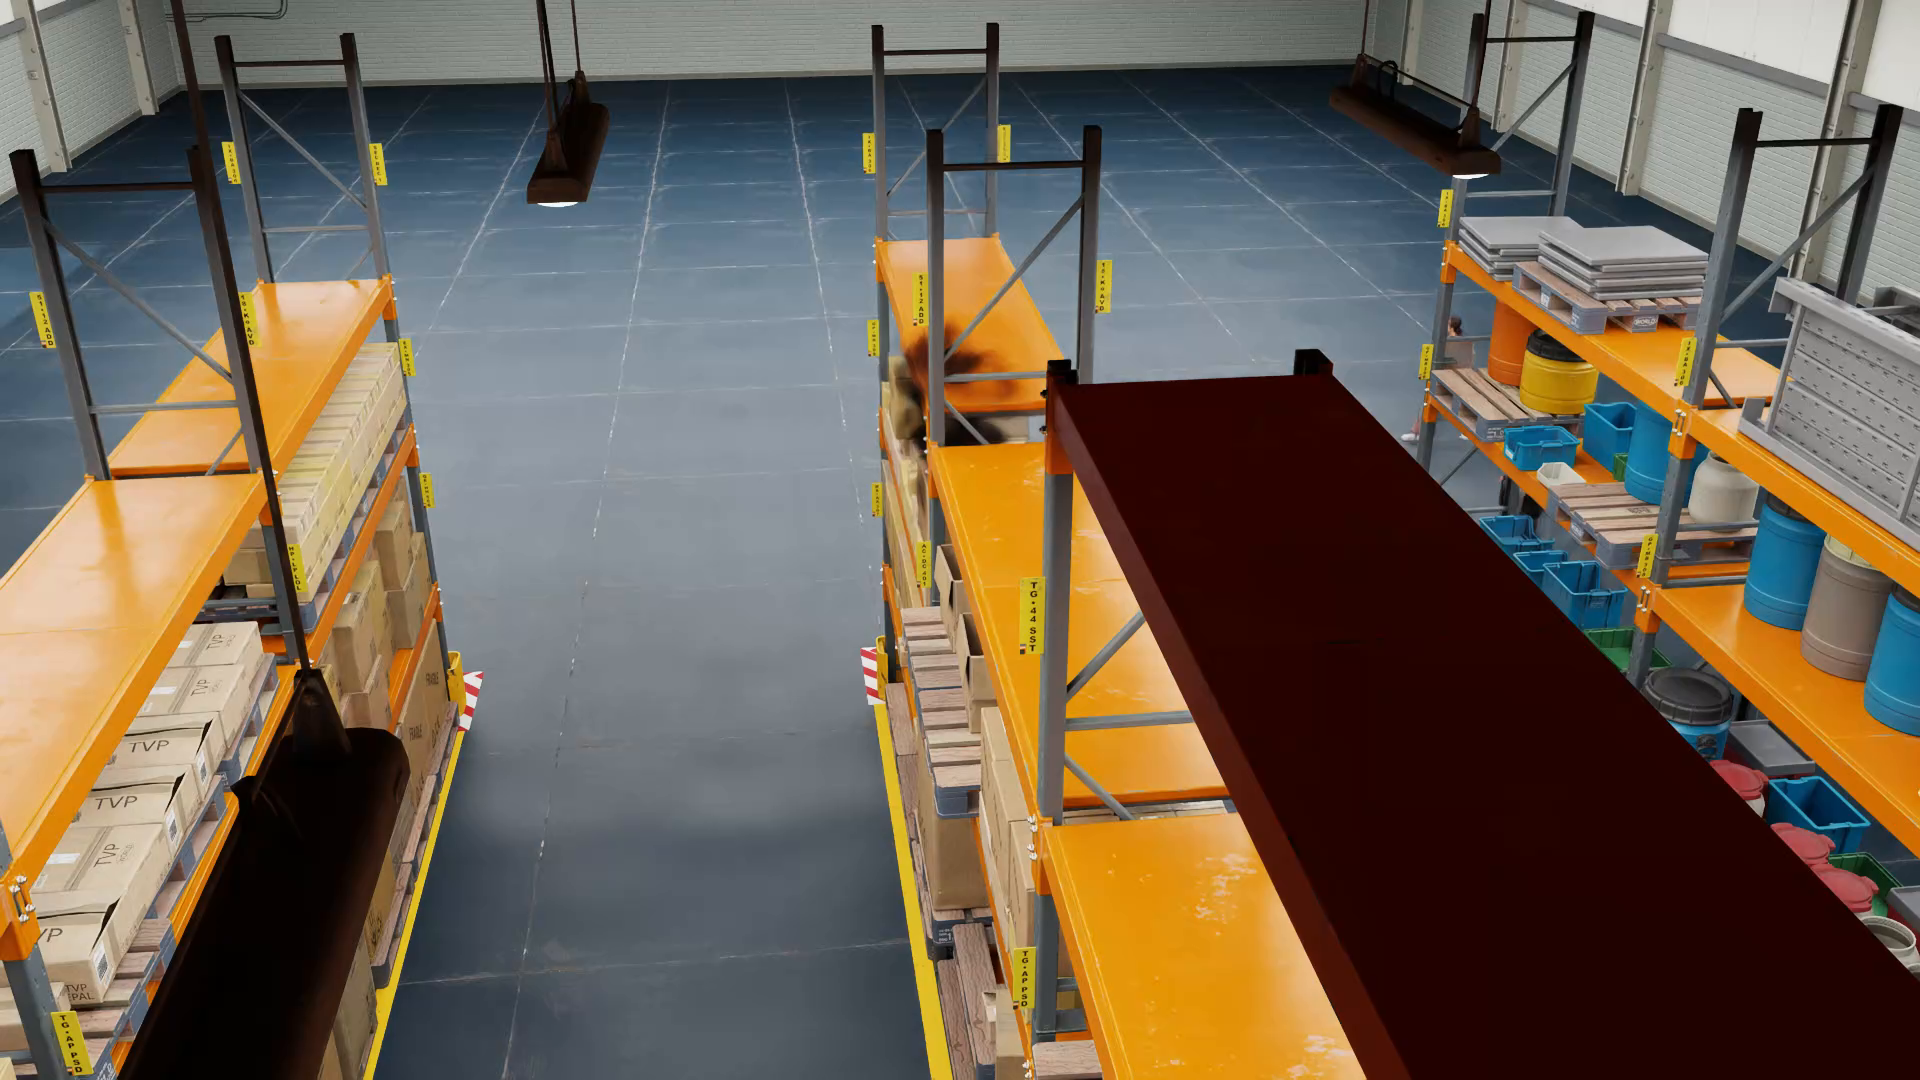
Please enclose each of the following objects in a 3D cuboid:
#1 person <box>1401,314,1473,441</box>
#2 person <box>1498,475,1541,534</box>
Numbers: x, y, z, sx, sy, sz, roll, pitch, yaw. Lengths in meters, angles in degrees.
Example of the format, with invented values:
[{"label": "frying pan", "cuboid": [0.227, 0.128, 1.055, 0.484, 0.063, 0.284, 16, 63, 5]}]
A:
[{"label": "person", "cuboid": [6.073, -2.001, 20.695, 0.959, 1.660, 0.571, 4, 26, 9]}, {"label": "person", "cuboid": [5.684, -0.172, 16.902, 0.680, 1.759, 0.887, -15, 29, -28]}]
